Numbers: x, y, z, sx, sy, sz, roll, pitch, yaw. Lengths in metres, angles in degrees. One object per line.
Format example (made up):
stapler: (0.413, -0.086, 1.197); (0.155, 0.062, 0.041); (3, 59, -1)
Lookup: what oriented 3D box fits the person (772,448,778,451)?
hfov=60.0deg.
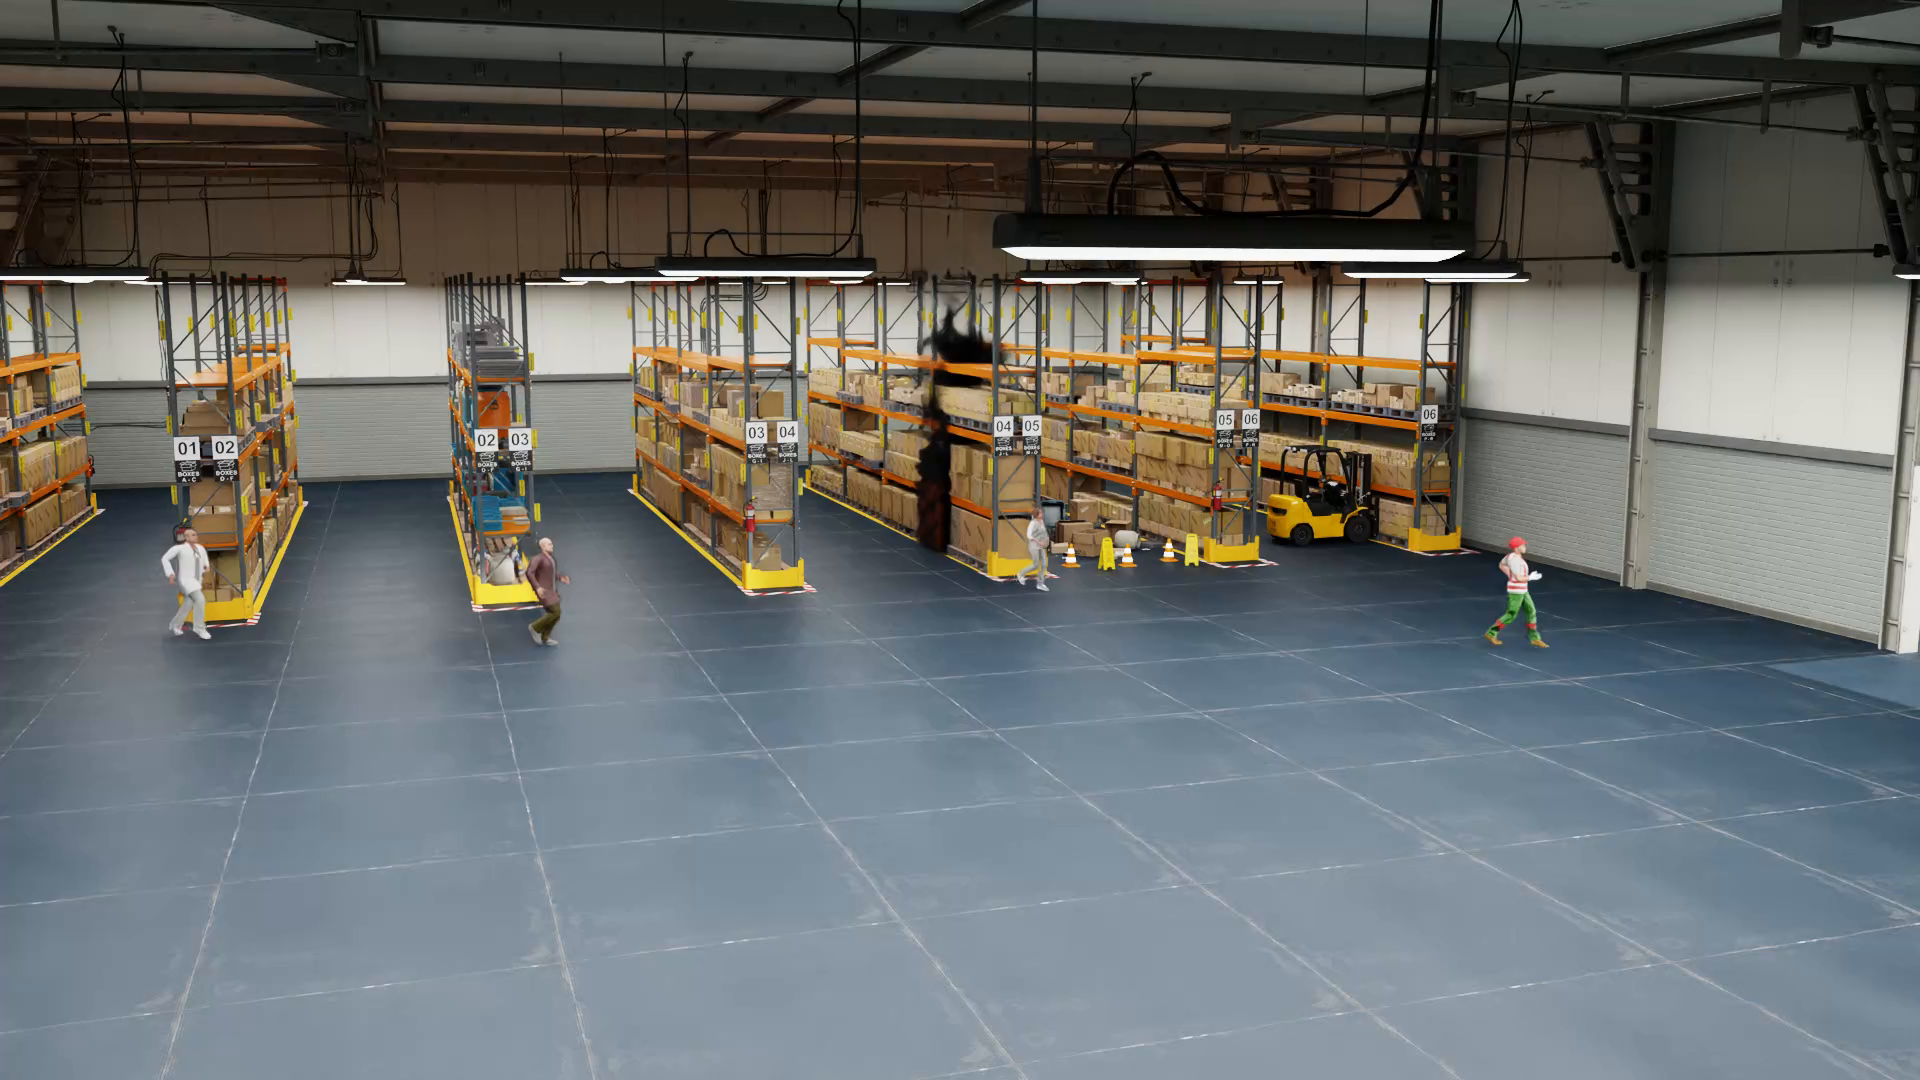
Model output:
person: (-5.192, -2.083, 46.723); (0.664, 1.653, 0.961); (-1, 9, -9)

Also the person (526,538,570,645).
person: (-6.638, 0.831, 26.823); (0.629, 1.746, 0.723); (1, 9, 7)

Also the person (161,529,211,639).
person: (-12.685, 0.710, 27.521); (0.856, 1.772, 0.684); (3, 9, 17)

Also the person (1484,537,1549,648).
person: (8.931, 0.834, 26.554); (0.992, 1.775, 0.670); (3, 9, 22)

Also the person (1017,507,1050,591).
person: (1.431, 0.162, 31.834); (0.682, 1.592, 0.563); (6, 10, 34)
